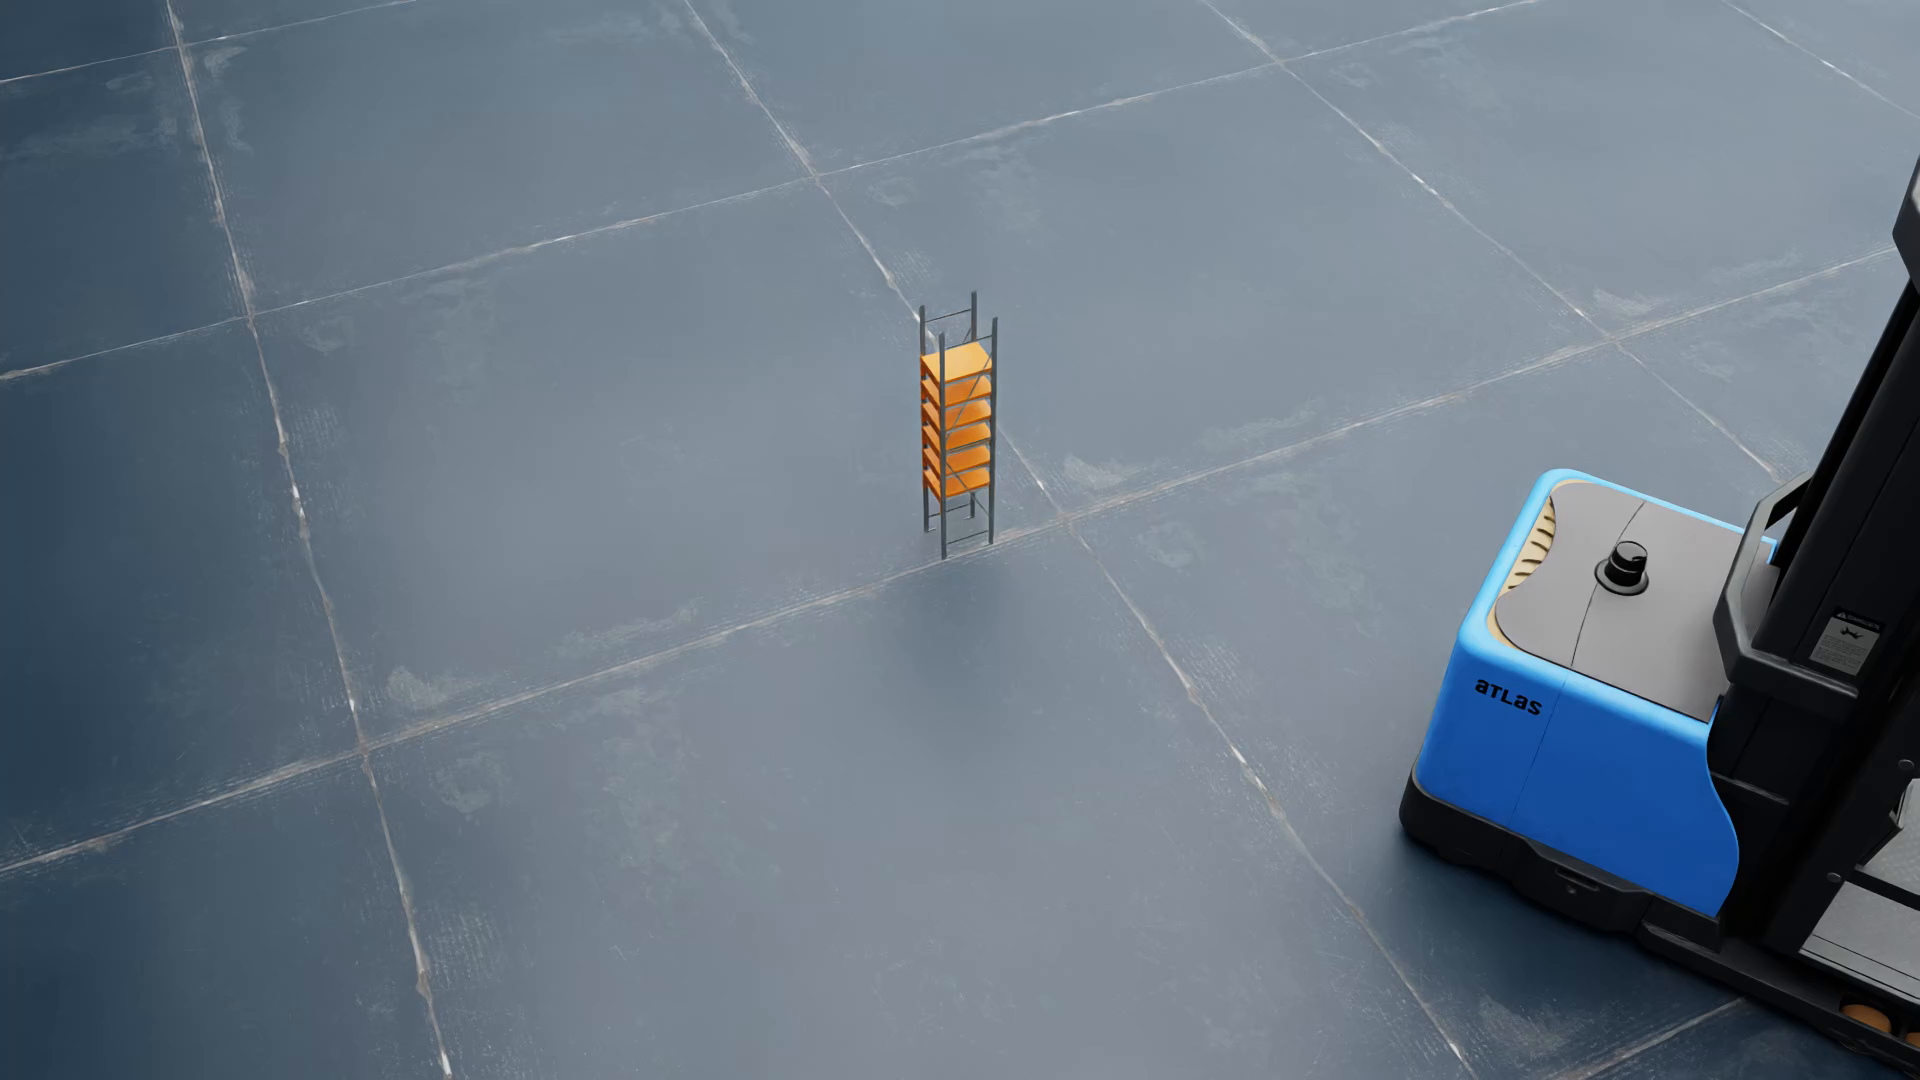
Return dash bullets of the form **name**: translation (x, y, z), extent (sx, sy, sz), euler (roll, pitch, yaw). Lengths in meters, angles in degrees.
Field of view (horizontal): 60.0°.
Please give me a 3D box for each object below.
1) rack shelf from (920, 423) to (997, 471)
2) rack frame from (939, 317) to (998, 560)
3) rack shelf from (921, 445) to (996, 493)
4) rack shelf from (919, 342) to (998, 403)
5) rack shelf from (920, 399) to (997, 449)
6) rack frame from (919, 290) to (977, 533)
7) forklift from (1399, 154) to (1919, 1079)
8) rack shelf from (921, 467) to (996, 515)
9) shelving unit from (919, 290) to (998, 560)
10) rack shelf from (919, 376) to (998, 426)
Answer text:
- **rack shelf**: translation (-0.006, -0.405, 6.738), extent (0.258, 0.103, 0.180), euler (-18, 47, -17)
- **rack frame**: translation (0.032, -0.378, 6.648), extent (0.240, 1.200, 0.006), euler (-18, 47, -17)
- **rack shelf**: translation (-0.006, -0.319, 6.822), extent (0.258, 0.103, 0.180), euler (-18, 47, -17)
- **rack shelf**: translation (-0.006, -0.661, 6.485), extent (0.258, 0.103, 0.180), euler (-18, 47, -17)
- **rack shelf**: translation (-0.006, -0.490, 6.654), extent (0.258, 0.103, 0.180), euler (-18, 47, -17)
- **rack frame**: translation (-0.045, -0.495, 6.766), extent (0.240, 1.200, 0.006), euler (-18, 47, -17)
- **forklift**: translation (3.113, 0.268, 4.760), extent (3.031, 2.935, 1.130), euler (23, 49, 21)
- **rack shelf**: translation (-0.006, -0.234, 6.907), extent (0.258, 0.103, 0.180), euler (-18, 47, -17)
- **shelving unit**: translation (-0.006, -0.436, 6.707), extent (0.258, 1.200, 0.189), euler (-18, 47, -17)
- **rack shelf**: translation (-0.006, -0.576, 6.569), extent (0.258, 0.103, 0.180), euler (-18, 47, -17)
